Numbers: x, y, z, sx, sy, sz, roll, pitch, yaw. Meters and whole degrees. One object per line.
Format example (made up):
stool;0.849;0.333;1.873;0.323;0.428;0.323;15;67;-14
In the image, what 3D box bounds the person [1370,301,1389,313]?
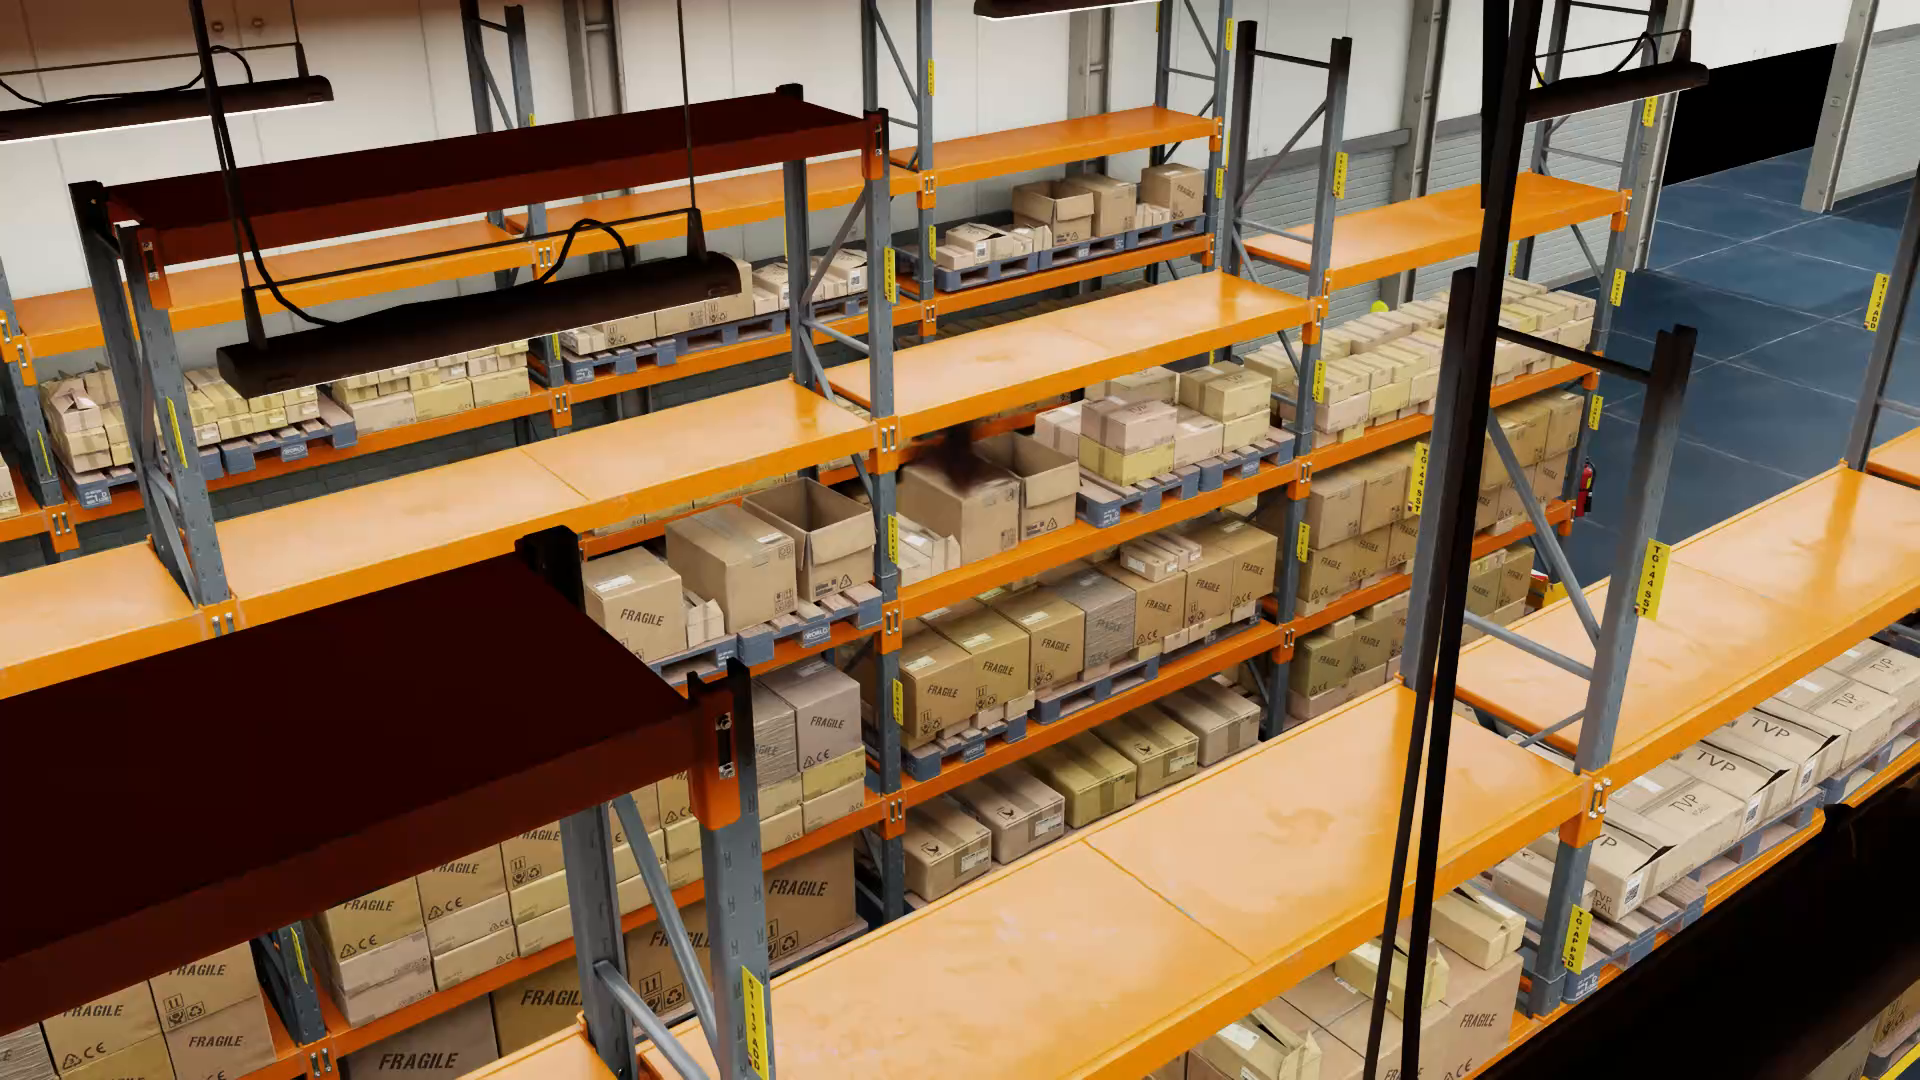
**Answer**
person;5.040;-2.049;20.265;0.632;1.769;0.432;-23;35;-39
